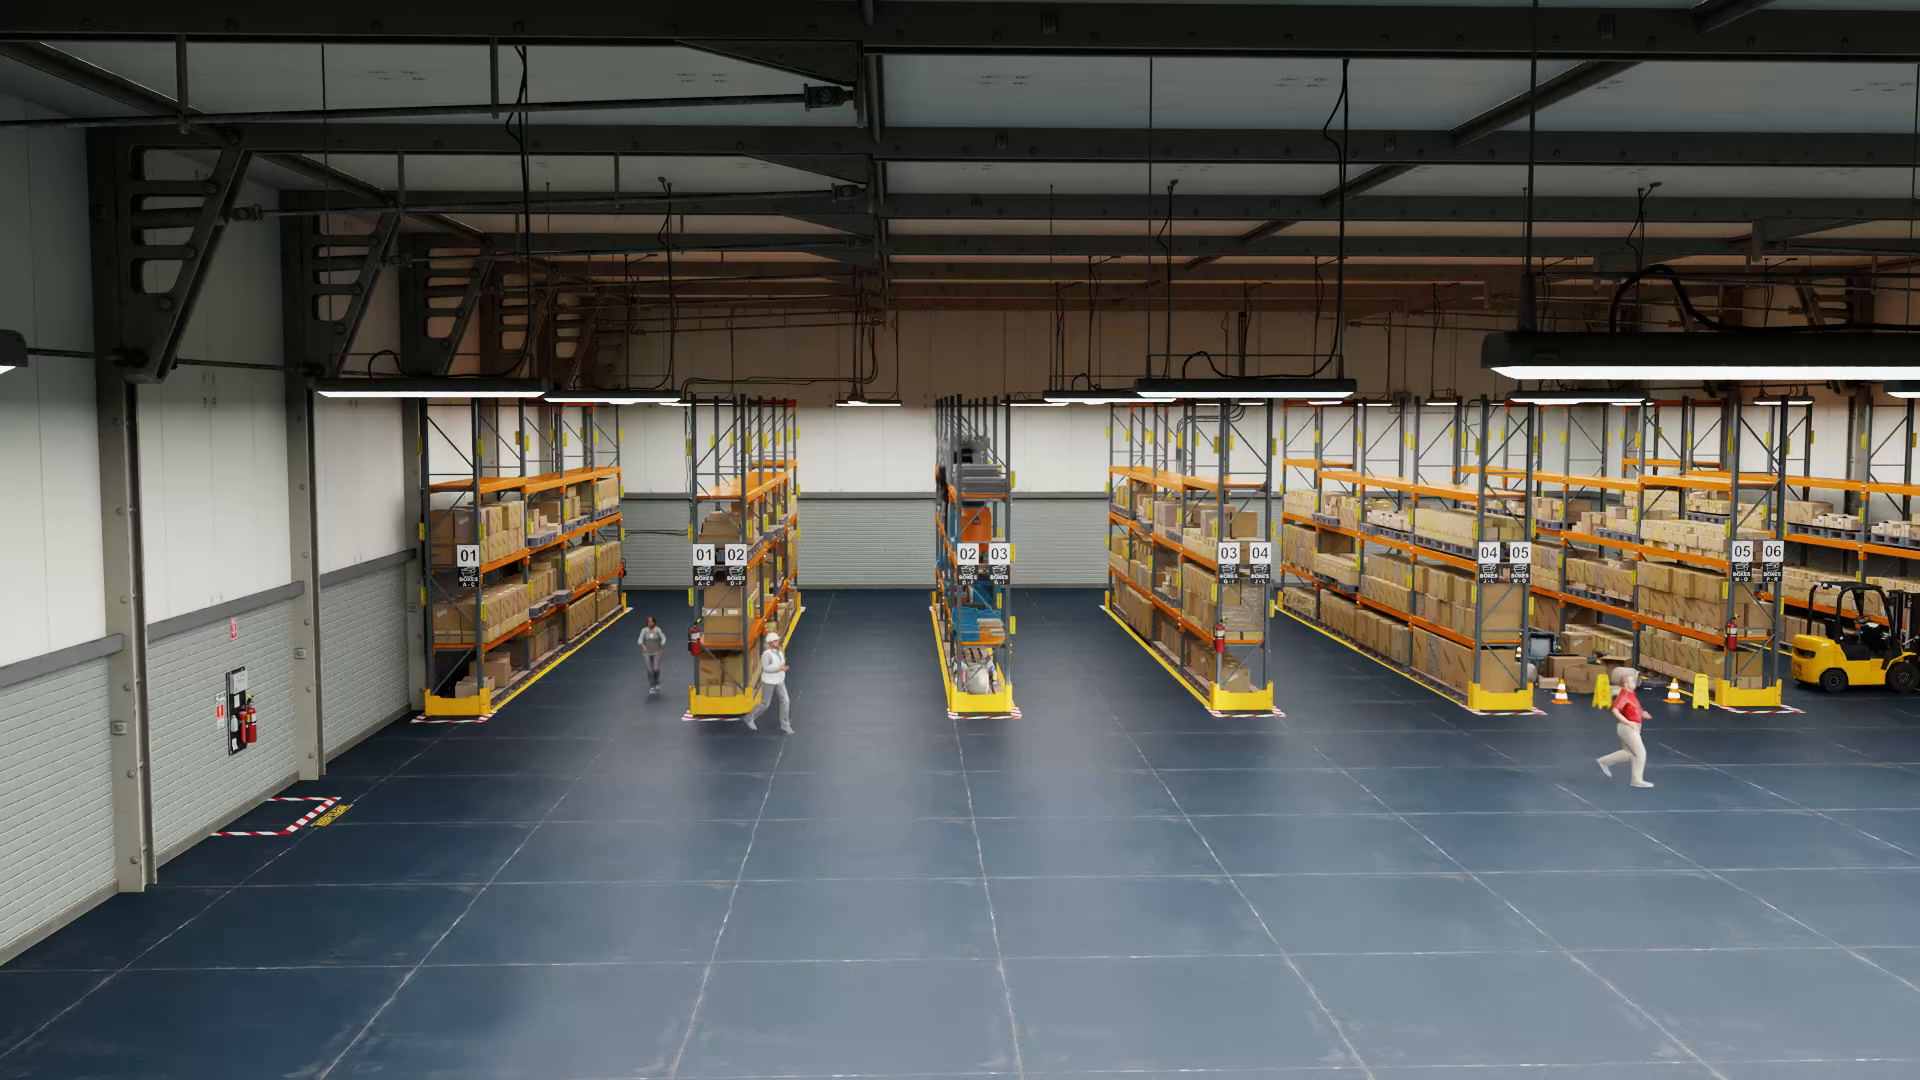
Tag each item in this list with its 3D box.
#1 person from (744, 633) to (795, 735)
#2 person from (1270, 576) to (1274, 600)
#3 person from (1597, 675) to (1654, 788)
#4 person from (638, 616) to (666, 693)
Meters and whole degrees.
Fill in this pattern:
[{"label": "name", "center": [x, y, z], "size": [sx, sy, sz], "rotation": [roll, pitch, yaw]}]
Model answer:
[{"label": "person", "center": [-3.347, 2.528, 29.353], "size": [0.940, 1.811, 0.664], "rotation": [3, 5, 29]}, {"label": "person", "center": [8.102, 1.451, 44.259], "size": [0.567, 1.553, 0.735], "rotation": [0, 5, 5]}, {"label": "person", "center": [10.117, 2.889, 25.257], "size": [0.830, 1.688, 0.675], "rotation": [2, 5, 26]}, {"label": "person", "center": [-6.180, 2.315, 33.326], "size": [0.541, 1.554, 0.604], "rotation": [-1, 5, -7]}]
